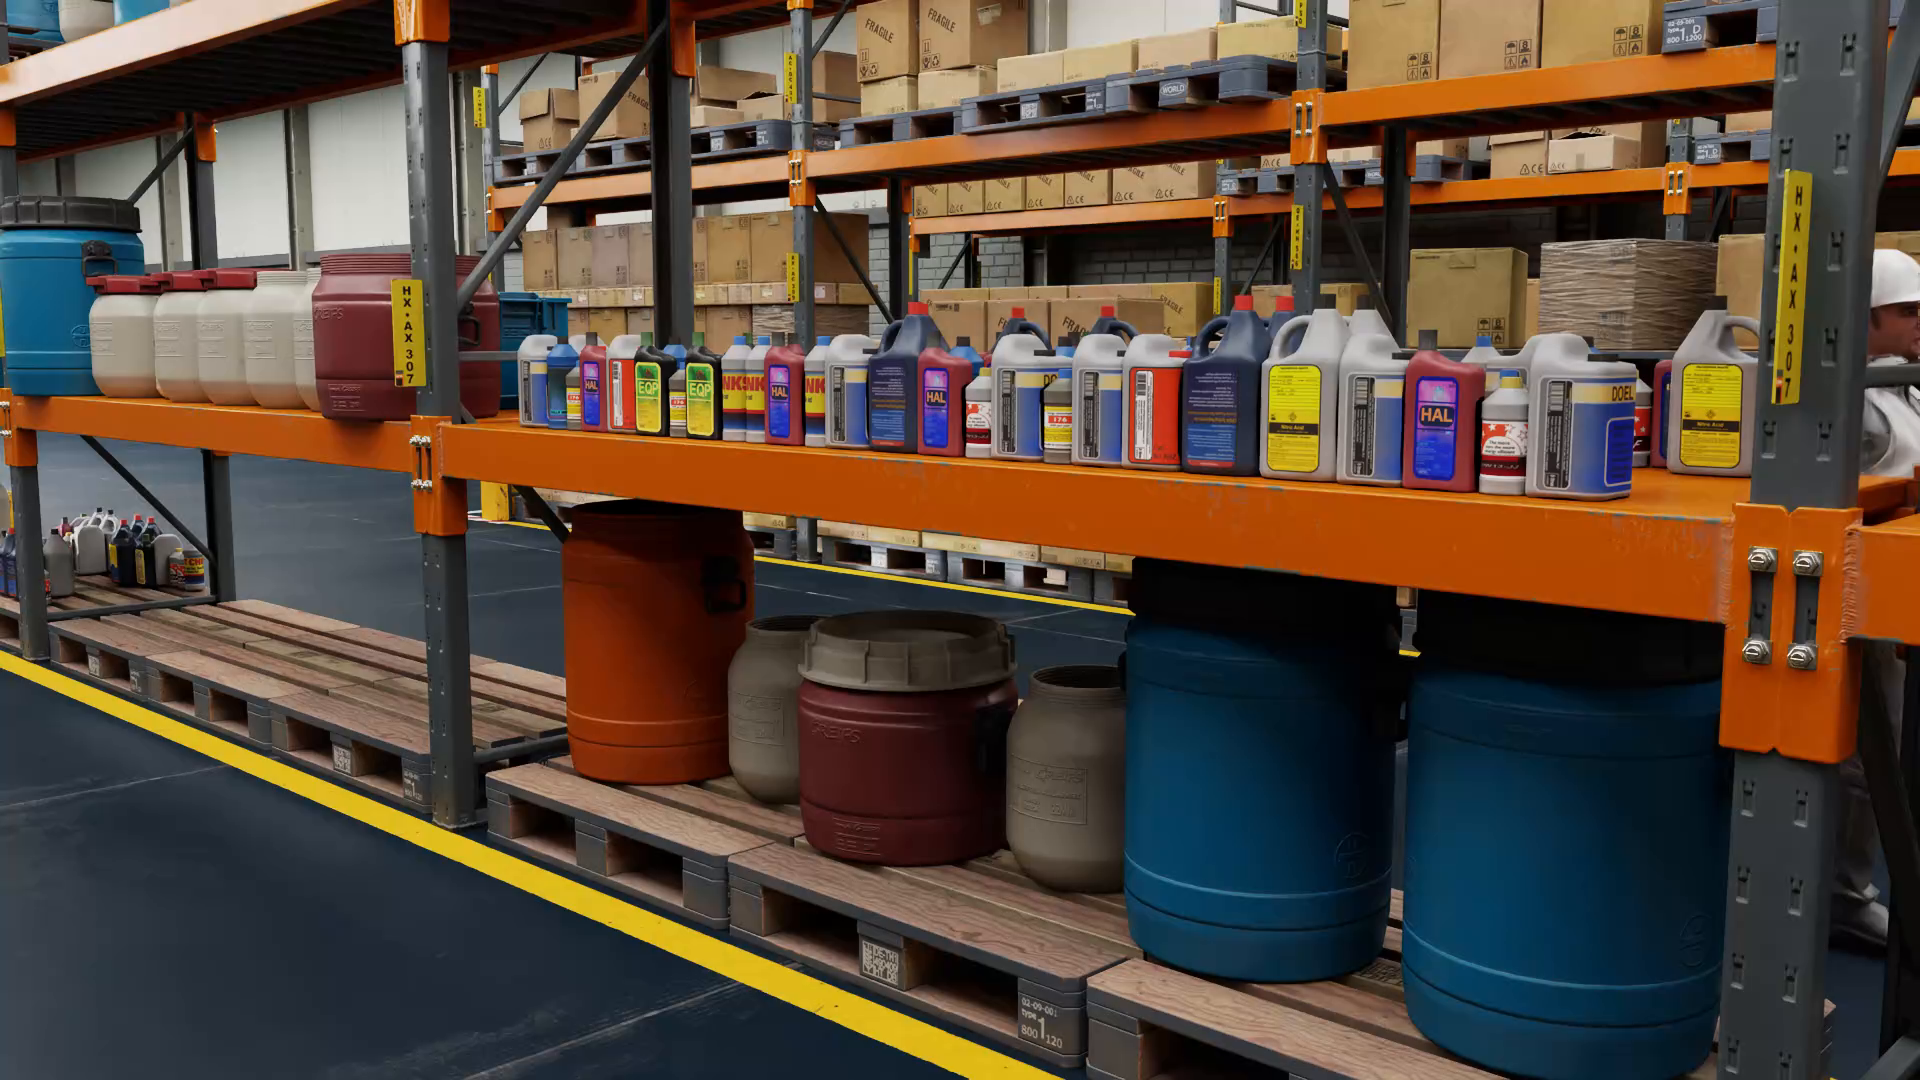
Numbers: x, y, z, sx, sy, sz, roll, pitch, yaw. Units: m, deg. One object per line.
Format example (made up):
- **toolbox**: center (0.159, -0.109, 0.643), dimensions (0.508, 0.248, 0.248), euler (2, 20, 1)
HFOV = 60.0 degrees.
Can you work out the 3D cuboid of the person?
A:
- **person**: center (2.292, 0.140, 4.314), dimensions (0.567, 1.761, 0.548), euler (7, 10, 45)
